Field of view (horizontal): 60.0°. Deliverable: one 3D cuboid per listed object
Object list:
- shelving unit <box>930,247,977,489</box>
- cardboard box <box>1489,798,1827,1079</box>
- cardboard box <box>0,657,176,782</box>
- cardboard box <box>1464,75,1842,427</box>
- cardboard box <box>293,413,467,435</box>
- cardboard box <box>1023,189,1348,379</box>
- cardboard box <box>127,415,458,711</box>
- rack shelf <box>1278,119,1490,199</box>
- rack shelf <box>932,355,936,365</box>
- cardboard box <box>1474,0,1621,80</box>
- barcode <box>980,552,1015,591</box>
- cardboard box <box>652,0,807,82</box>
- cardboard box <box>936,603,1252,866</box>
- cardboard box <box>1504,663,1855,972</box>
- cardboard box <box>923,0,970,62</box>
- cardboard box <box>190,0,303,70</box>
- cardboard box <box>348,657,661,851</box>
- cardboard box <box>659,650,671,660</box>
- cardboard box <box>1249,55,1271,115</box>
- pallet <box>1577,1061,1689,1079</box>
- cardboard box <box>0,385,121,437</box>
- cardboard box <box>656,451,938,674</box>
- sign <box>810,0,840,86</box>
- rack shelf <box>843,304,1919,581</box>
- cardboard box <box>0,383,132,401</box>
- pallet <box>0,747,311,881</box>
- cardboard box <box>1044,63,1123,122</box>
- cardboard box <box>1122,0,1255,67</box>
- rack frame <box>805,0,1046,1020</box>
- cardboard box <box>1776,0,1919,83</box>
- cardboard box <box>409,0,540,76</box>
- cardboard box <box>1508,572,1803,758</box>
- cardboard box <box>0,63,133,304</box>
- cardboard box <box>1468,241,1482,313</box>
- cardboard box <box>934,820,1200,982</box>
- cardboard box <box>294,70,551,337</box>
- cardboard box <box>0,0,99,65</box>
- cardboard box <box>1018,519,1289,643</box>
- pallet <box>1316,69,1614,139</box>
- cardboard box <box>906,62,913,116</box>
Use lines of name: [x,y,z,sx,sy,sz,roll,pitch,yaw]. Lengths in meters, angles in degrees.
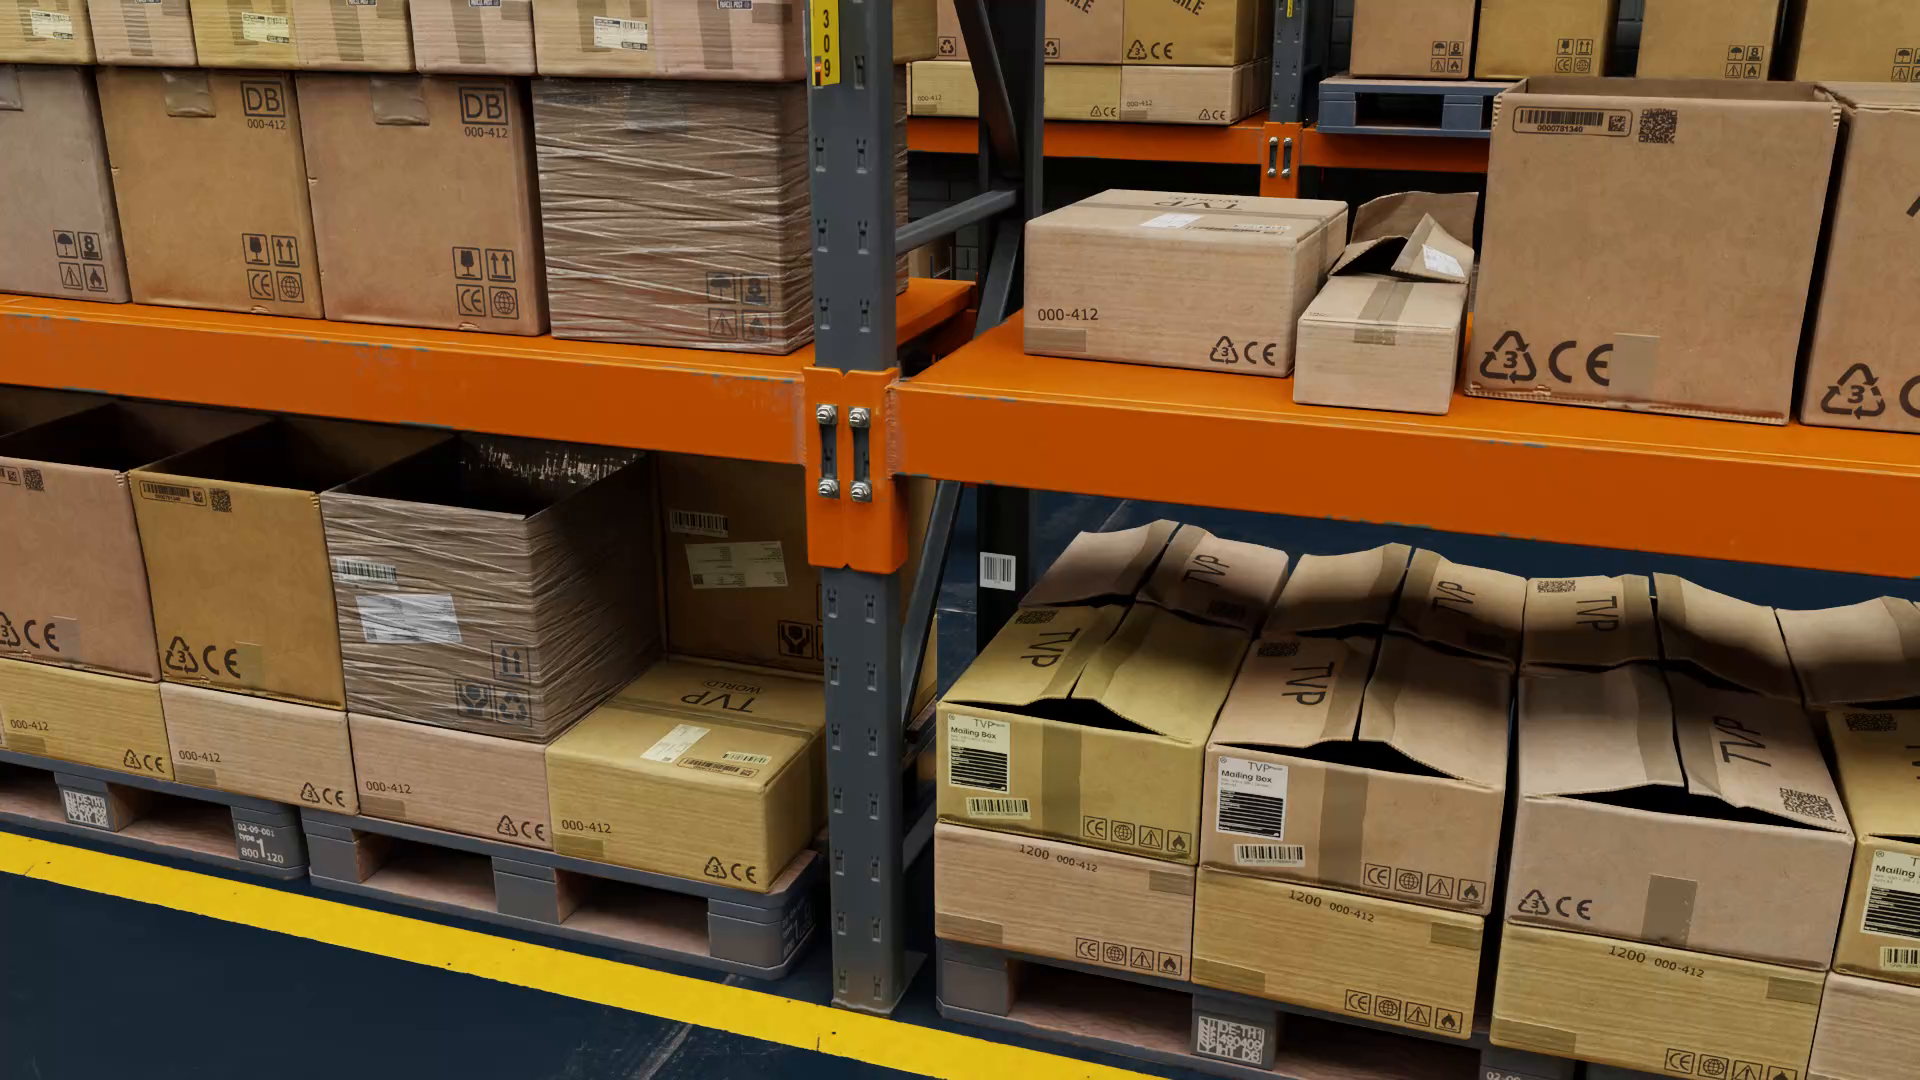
shelving unit: [0.051,-0.490,5.887,0.252,1.050,0.215,7,20,18]
cardboard box: [1.236,0.712,3.016,0.500,0.250,0.500,6,20,16]
cardboard box: [-1.965,0.338,4.088,0.500,0.250,0.500,7,20,18]
cardboard box: [1.182,-0.522,2.864,0.500,0.500,0.500,8,21,22]
cardboard box: [-1.316,-0.129,4.289,0.500,0.500,0.500,7,20,18]
cardboard box: [0.443,-0.509,3.207,0.500,0.250,0.500,8,21,21]
cardboard box: [-1.488,0.034,3.821,0.500,0.500,0.500,7,20,18]
rack shelf: [3.475,-1.604,7.214,4.000,0.370,1.077,7,20,18]
rack shelf: [0.051,-0.748,5.797,0.240,0.259,0.215,7,20,18]
cardboard box: [2.581,-2.287,7.259,0.500,0.500,0.700,9,21,24]
barcode: [0.068,0.057,3.026,0.075,0.075,0.001,7,20,18]
cardboard box: [-0.363,-0.936,3.066,0.250,0.149,0.380,7,20,18]
cardboard box: [0.273,0.338,3.237,0.500,0.311,0.500,7,20,18]
cardboard box: [1.233,0.449,2.918,0.500,0.311,0.500,6,20,16]
cardboard box: [0.093,-2.517,7.799,0.500,0.500,0.500,6,20,16]
cardboard box: [-1.324,-1.046,3.383,0.250,0.149,0.380,6,20,18]
cardboard box: [-1.015,0.442,3.792,0.500,0.250,0.500,7,20,18]
cardboard box: [-0.845,0.281,4.253,0.500,0.250,0.500,7,20,18]
cardboard box: [1.213,-2.216,8.074,0.500,0.250,0.500,7,20,19]
pallet: [1.829,0.896,3.185,1.213,0.211,1.003,7,20,18]
cardboard box: [-2.431,-0.075,4.134,0.500,0.500,0.500,7,20,18]
cardboard box: [-0.371,-0.021,3.979,0.500,0.500,0.500,7,20,18]
sign: [-0.217,-0.893,2.645,0.005,0.325,0.100,7,20,18]
rack shelf: [1.853,-0.064,2.794,4.000,0.370,1.077,7,20,18]
cardboard box: [-2.261,-0.237,4.598,0.500,0.500,0.500,7,20,18]
pallet: [-1.930,0.467,4.415,1.213,0.211,1.003,7,20,18]
cardboard box: [0.571,-2.112,7.775,0.500,0.250,0.500,7,20,18]
cardboard box: [1.038,-2.408,7.484,0.500,0.500,0.500,6,20,18]
rack frame: [-0.036,-0.619,3.296,0.127,3.000,1.000,7,20,18]
cardboard box: [3.733,-2.158,6.890,0.500,0.500,0.700,7,20,18]
cardboard box: [-0.844,-0.990,3.223,0.250,0.149,0.380,6,20,16]
cardboard box: [1.405,0.279,3.405,0.500,0.311,0.500,6,20,18]
cardboard box: [-1.914,-0.878,3.885,0.500,0.500,0.700,7,20,20]
cardboard box: [2.287,-1.113,7.841,0.500,0.500,0.700,7,20,20]
cardboard box: [0.264,0.601,3.333,0.500,0.250,0.500,6,20,17]
cardboard box: [-0.958,-0.767,3.569,0.500,0.500,0.700,6,20,17]
cardboard box: [-1.814,-1.101,3.540,0.250,0.149,0.380,7,20,20]
cardboard box: [0.441,0.171,3.717,0.500,0.311,0.500,7,20,18]
pallet: [2.260,-1.942,7.381,1.213,0.211,1.003,7,20,18]
cardboard box: [-0.384,-2.215,8.072,0.500,0.250,0.500,7,20,19]
